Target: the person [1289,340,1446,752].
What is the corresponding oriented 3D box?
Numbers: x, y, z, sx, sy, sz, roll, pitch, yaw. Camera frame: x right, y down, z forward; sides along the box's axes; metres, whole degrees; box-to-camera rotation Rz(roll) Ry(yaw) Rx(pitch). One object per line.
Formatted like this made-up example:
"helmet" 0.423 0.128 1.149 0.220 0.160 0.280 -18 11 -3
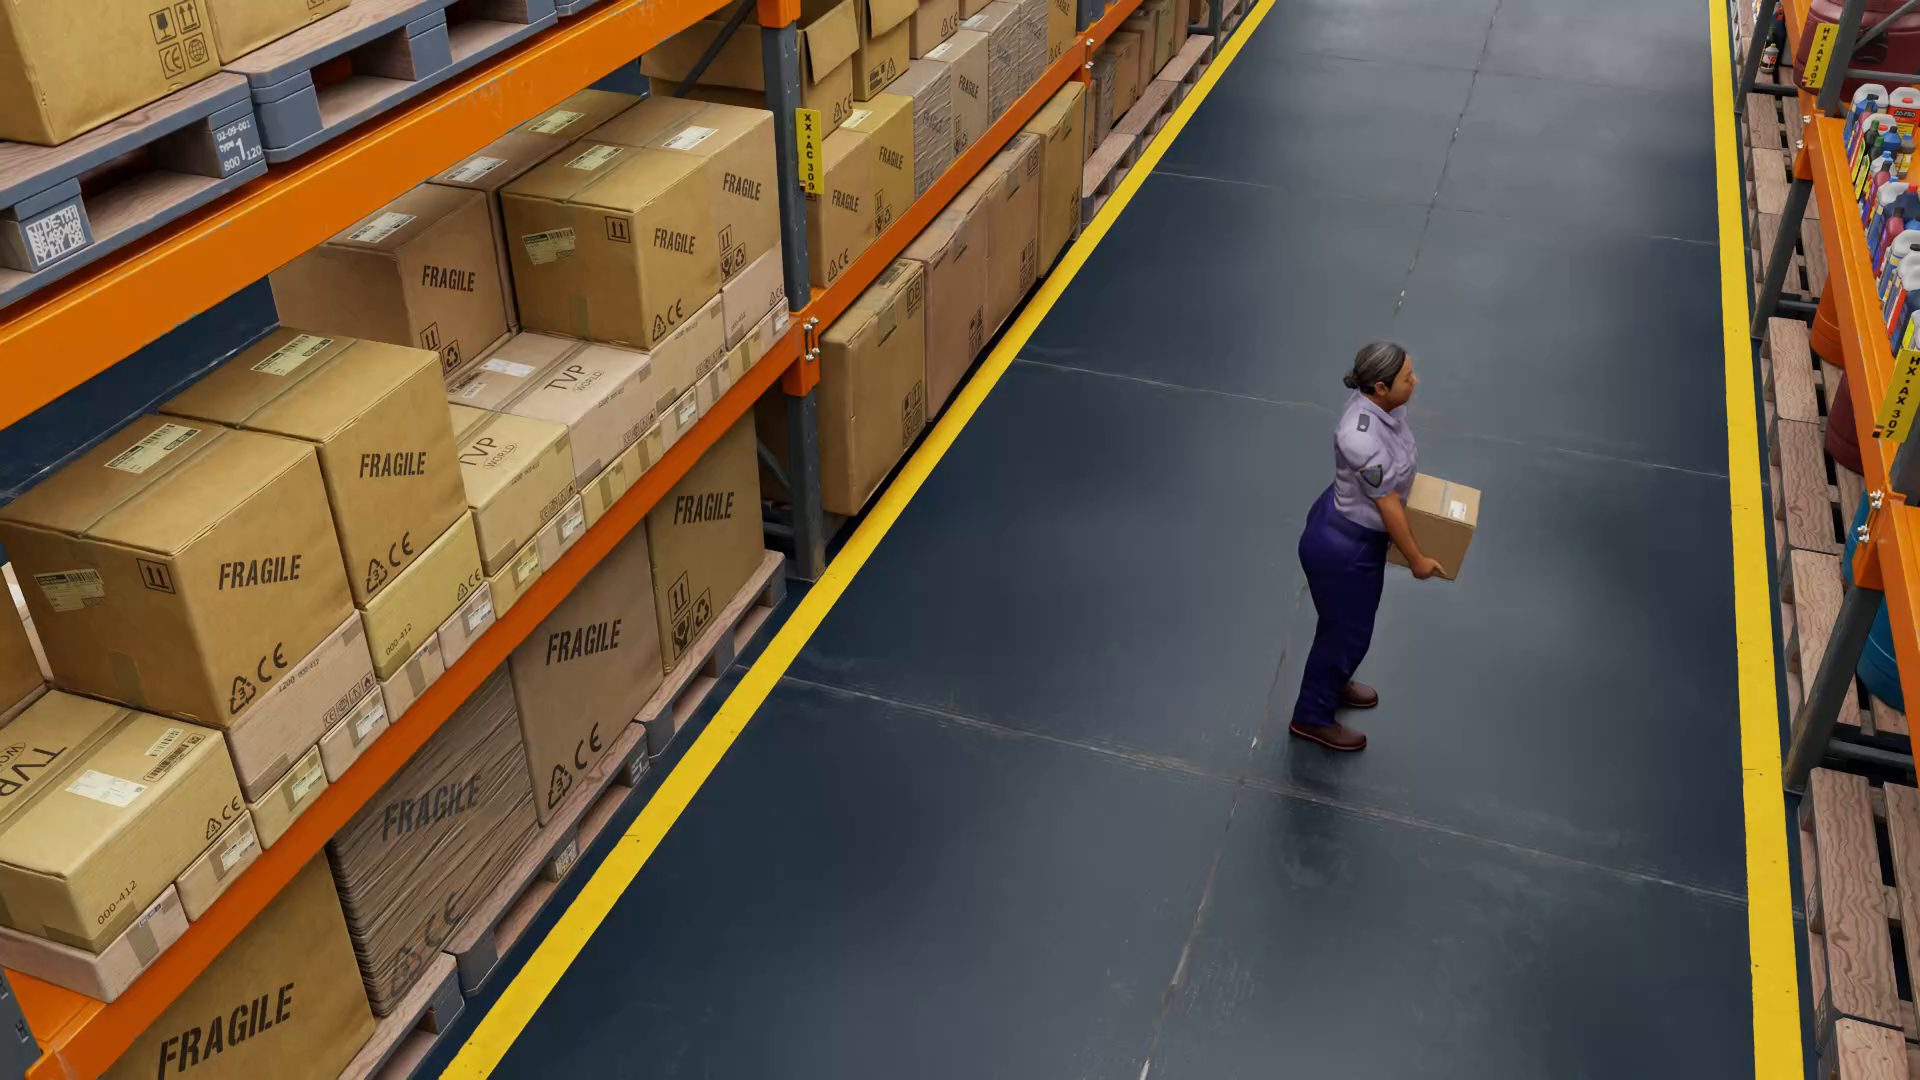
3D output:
"person" 1.529 0.023 6.129 0.528 1.647 0.435 11 35 16
